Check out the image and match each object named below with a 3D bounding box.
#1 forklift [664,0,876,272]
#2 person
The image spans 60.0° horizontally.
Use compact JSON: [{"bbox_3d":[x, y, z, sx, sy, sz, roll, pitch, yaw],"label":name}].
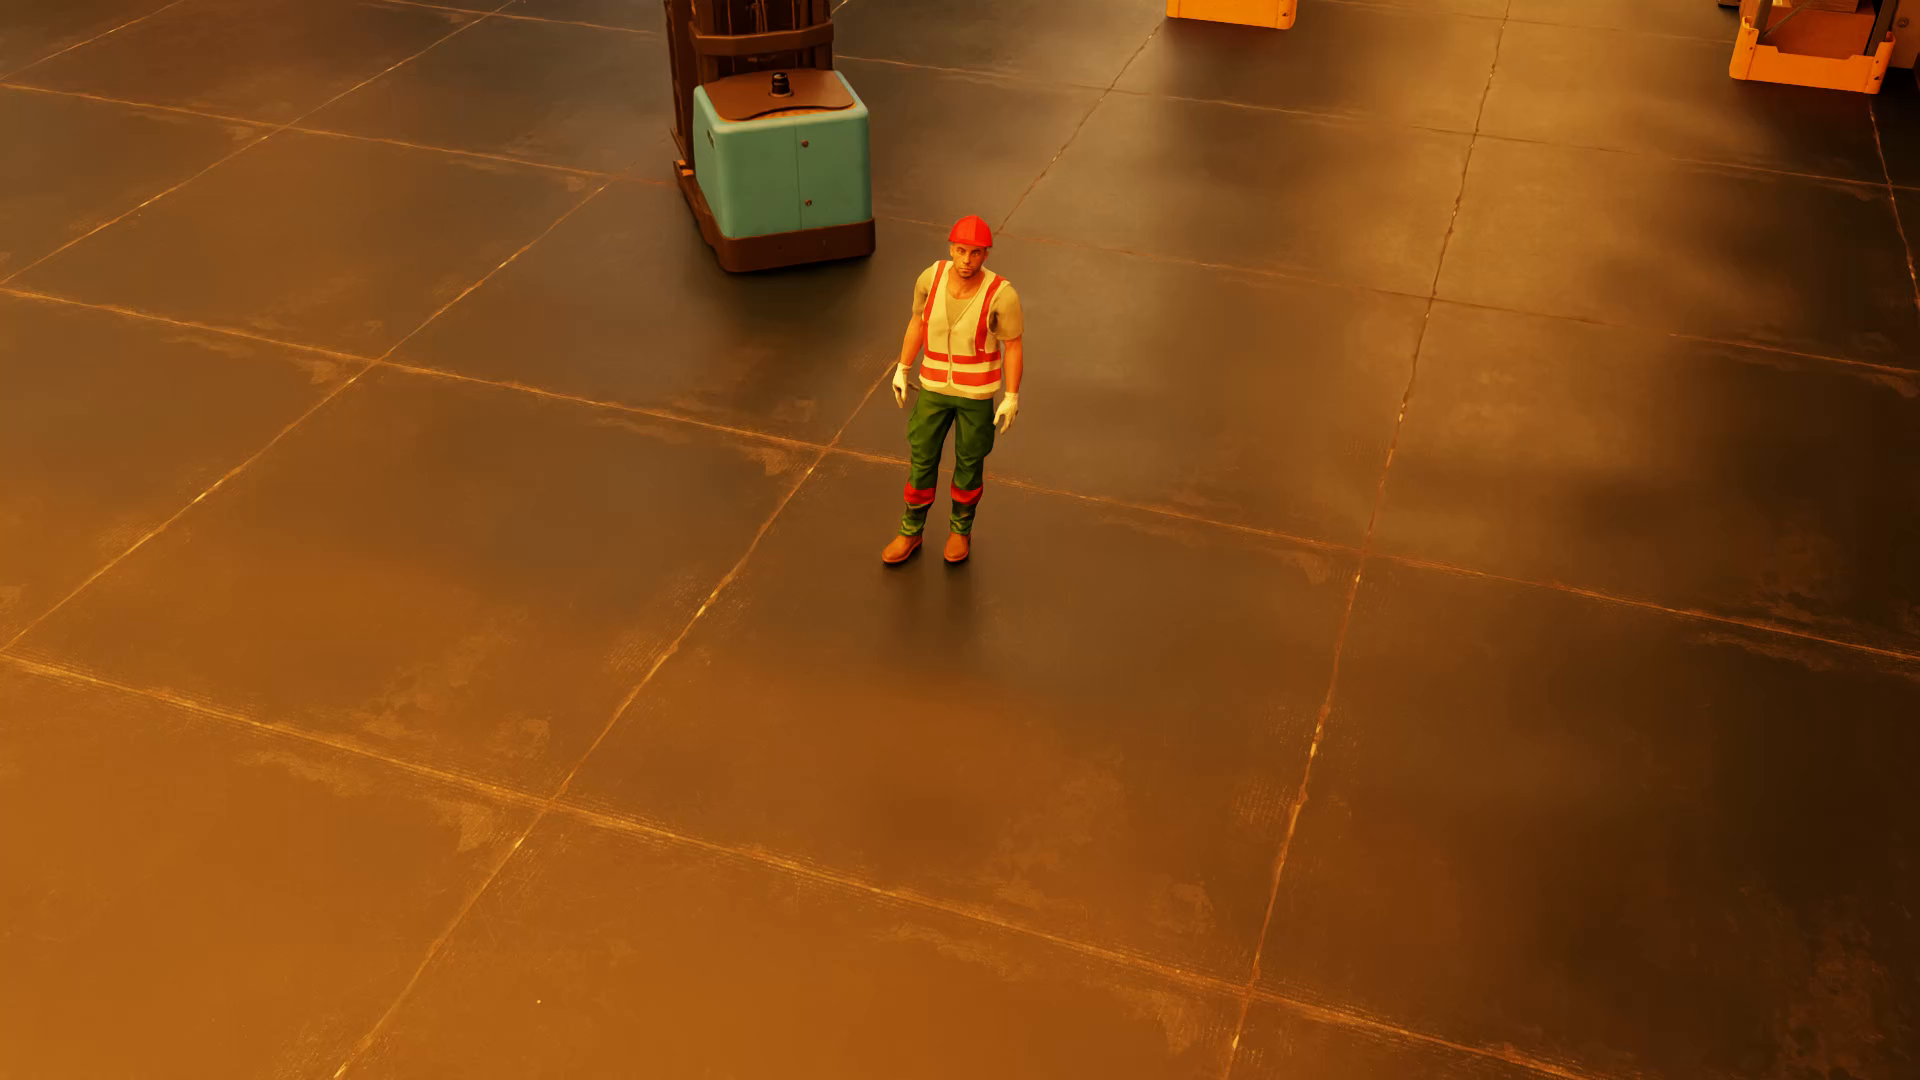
[{"bbox_3d":[-1.503,-3.821,11.500,1.130,2.935,3.031,-10,37,-14],"label":"forklift"},{"bbox_3d":[-0.038,-0.694,8.064,0.637,1.790,0.562,12,37,16],"label":"person"}]
